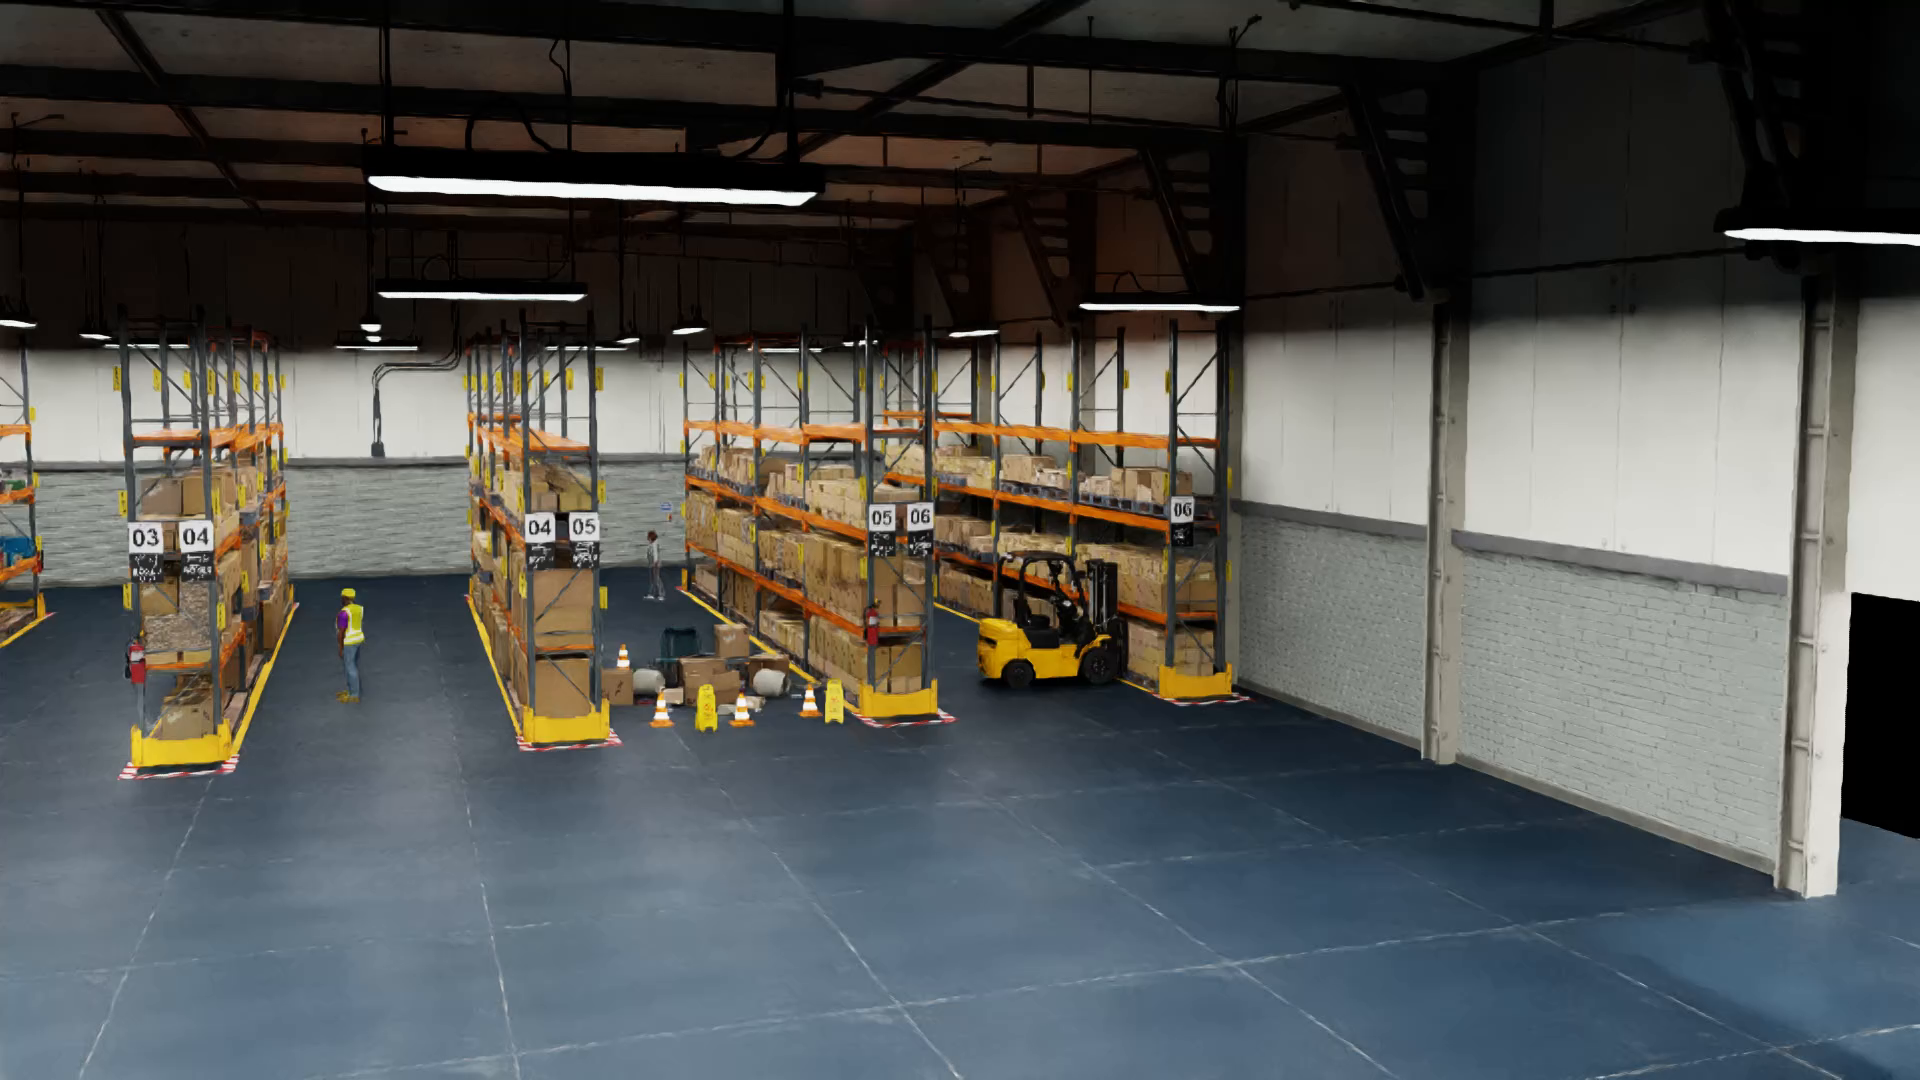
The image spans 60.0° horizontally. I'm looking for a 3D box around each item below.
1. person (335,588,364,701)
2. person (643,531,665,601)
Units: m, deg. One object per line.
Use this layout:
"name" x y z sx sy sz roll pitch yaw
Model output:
"person" -9.649 1.628 26.169 0.497 1.765 0.625 1 6 11
"person" -7.029 0.578 38.105 0.473 1.597 0.600 -2 6 -20
